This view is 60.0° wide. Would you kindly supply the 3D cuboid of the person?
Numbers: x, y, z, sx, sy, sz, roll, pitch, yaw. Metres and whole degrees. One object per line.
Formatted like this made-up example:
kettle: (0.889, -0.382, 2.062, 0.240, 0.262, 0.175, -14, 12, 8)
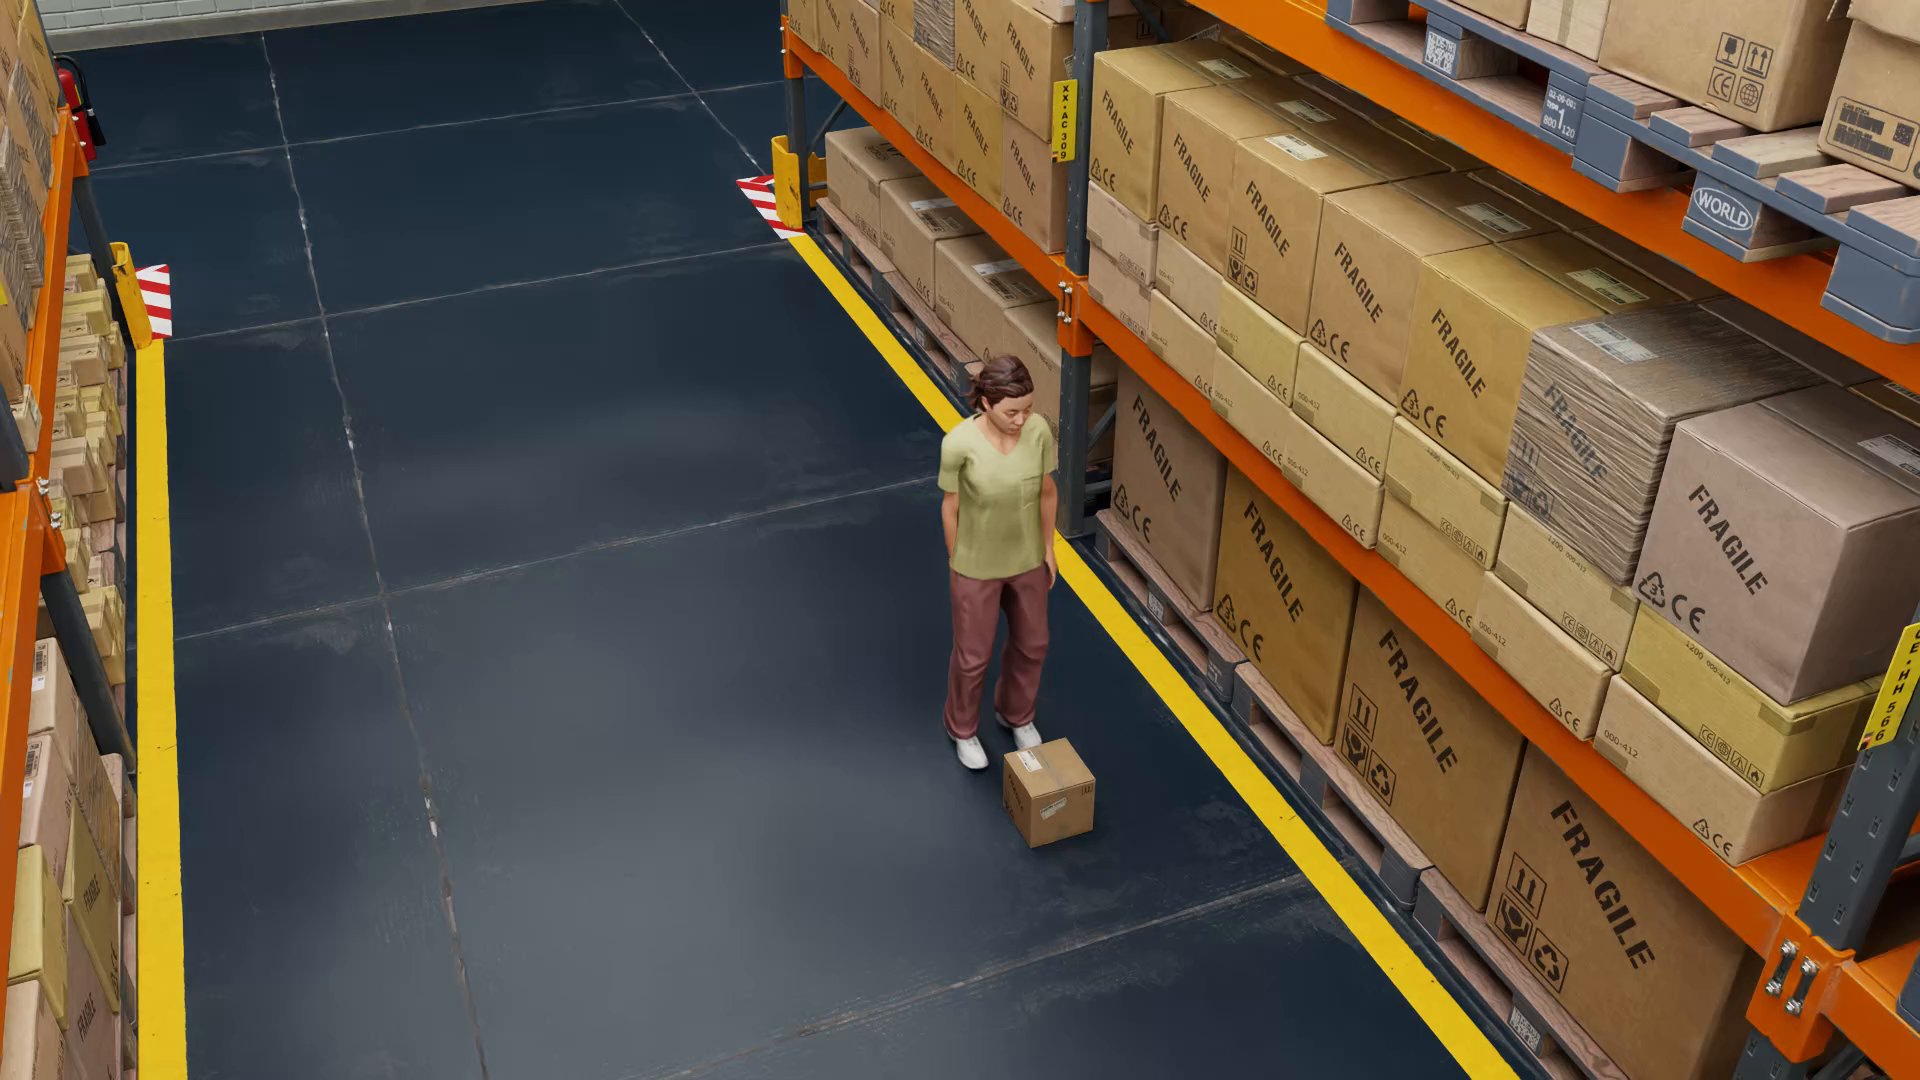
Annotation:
person: (0.147, 0.073, 6.041, 0.447, 1.670, 0.365, -13, 36, -18)
